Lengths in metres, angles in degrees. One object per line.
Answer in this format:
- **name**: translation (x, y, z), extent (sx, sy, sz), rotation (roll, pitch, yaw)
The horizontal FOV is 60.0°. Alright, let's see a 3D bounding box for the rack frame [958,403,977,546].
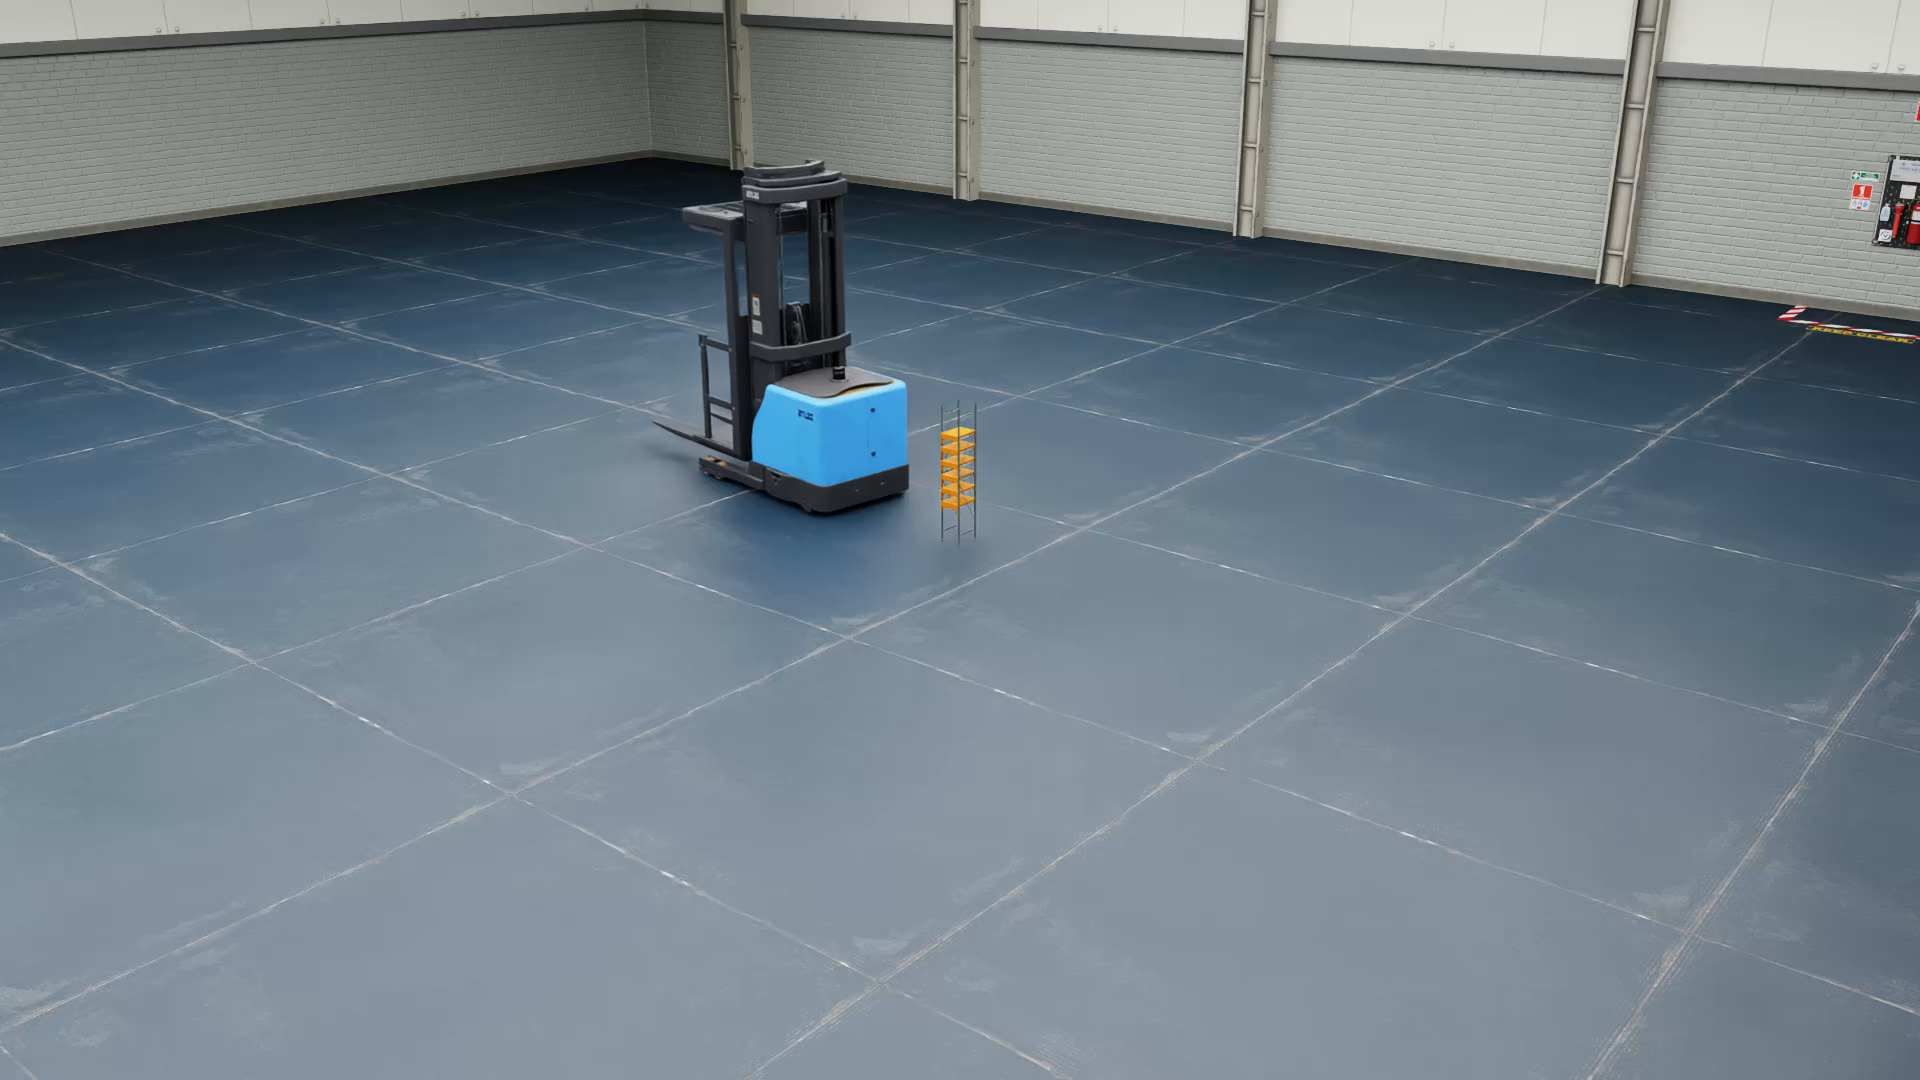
- **rack frame**: translation (0.060, -0.544, 13.913), extent (0.006, 1.200, 0.240), rotation (16, 26, 36)

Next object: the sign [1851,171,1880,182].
- **sign**: translation (11.808, -4.740, 21.688), extent (0.331, 0.109, 0.001), rotation (16, 26, 36)

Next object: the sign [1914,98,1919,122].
- **sign**: translation (12.230, -5.441, 21.063), extent (0.199, 0.298, 0.001), rotation (16, 26, 36)

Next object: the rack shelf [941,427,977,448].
- **rack shelf**: translation (-0.011, -0.860, 13.856), extent (0.180, 0.103, 0.258), rotation (16, 26, 36)

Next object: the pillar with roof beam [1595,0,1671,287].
- **pillar with roof beam**: translation (6.693, -6.735, 19.276), extent (0.400, 9.000, 9.100), rotation (16, 26, 36)

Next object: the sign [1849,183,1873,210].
- **sign**: translation (11.810, -4.496, 21.791), extent (0.234, 0.329, 0.001), rotation (16, 26, 36)

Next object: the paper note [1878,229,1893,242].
- **paper note**: translation (12.079, -3.974, 21.706), extent (0.142, 0.148, 0.016), rotation (16, 26, 36)

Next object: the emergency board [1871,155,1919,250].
- **emergency board**: translation (12.173, -4.328, 21.395), extent (0.643, 1.169, 0.194), rotation (16, 26, 36)

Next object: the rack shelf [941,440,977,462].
- **rack shelf**: translation (-0.011, -0.748, 13.898), extent (0.180, 0.103, 0.258), rotation (16, 26, 36)

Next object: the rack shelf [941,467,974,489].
- **rack shelf**: translation (-0.011, -0.523, 13.983), extent (0.180, 0.103, 0.258), rotation (16, 26, 36)

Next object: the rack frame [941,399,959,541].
- **rack frame**: translation (-0.082, -0.585, 14.021), extent (0.006, 1.200, 0.240), rotation (16, 26, 36)

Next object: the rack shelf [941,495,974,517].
- **rack shelf**: translation (-0.011, -0.298, 14.068), extent (0.180, 0.103, 0.258), rotation (16, 26, 36)

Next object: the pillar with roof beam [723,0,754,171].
- **pillar with roof beam**: translation (-7.252, -10.751, 29.925), extent (0.400, 9.000, 9.100), rotation (16, 26, 36)

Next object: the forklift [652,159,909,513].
- **forklift**: translation (-1.830, -2.050, 15.453), extent (1.130, 2.935, 3.031), rotation (-18, 27, -39)

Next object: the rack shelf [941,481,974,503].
- **rack shelf**: translation (-0.011, -0.411, 14.025), extent (0.180, 0.103, 0.258), rotation (16, 26, 36)

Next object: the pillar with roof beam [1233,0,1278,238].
- **pillar with roof beam**: translation (2.044, -8.073, 22.826), extent (0.400, 9.000, 9.100), rotation (16, 26, 36)

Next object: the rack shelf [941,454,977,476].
- **rack shelf**: translation (-0.011, -0.635, 13.941), extent (0.180, 0.103, 0.258), rotation (16, 26, 36)

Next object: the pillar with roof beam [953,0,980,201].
- **pillar with roof beam**: translation (-2.604, -9.412, 26.376), extent (0.400, 9.000, 9.100), rotation (16, 26, 36)

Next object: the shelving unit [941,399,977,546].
- **shelving unit**: translation (-0.011, -0.565, 13.967), extent (0.189, 1.200, 0.258), rotation (16, 26, 36)
